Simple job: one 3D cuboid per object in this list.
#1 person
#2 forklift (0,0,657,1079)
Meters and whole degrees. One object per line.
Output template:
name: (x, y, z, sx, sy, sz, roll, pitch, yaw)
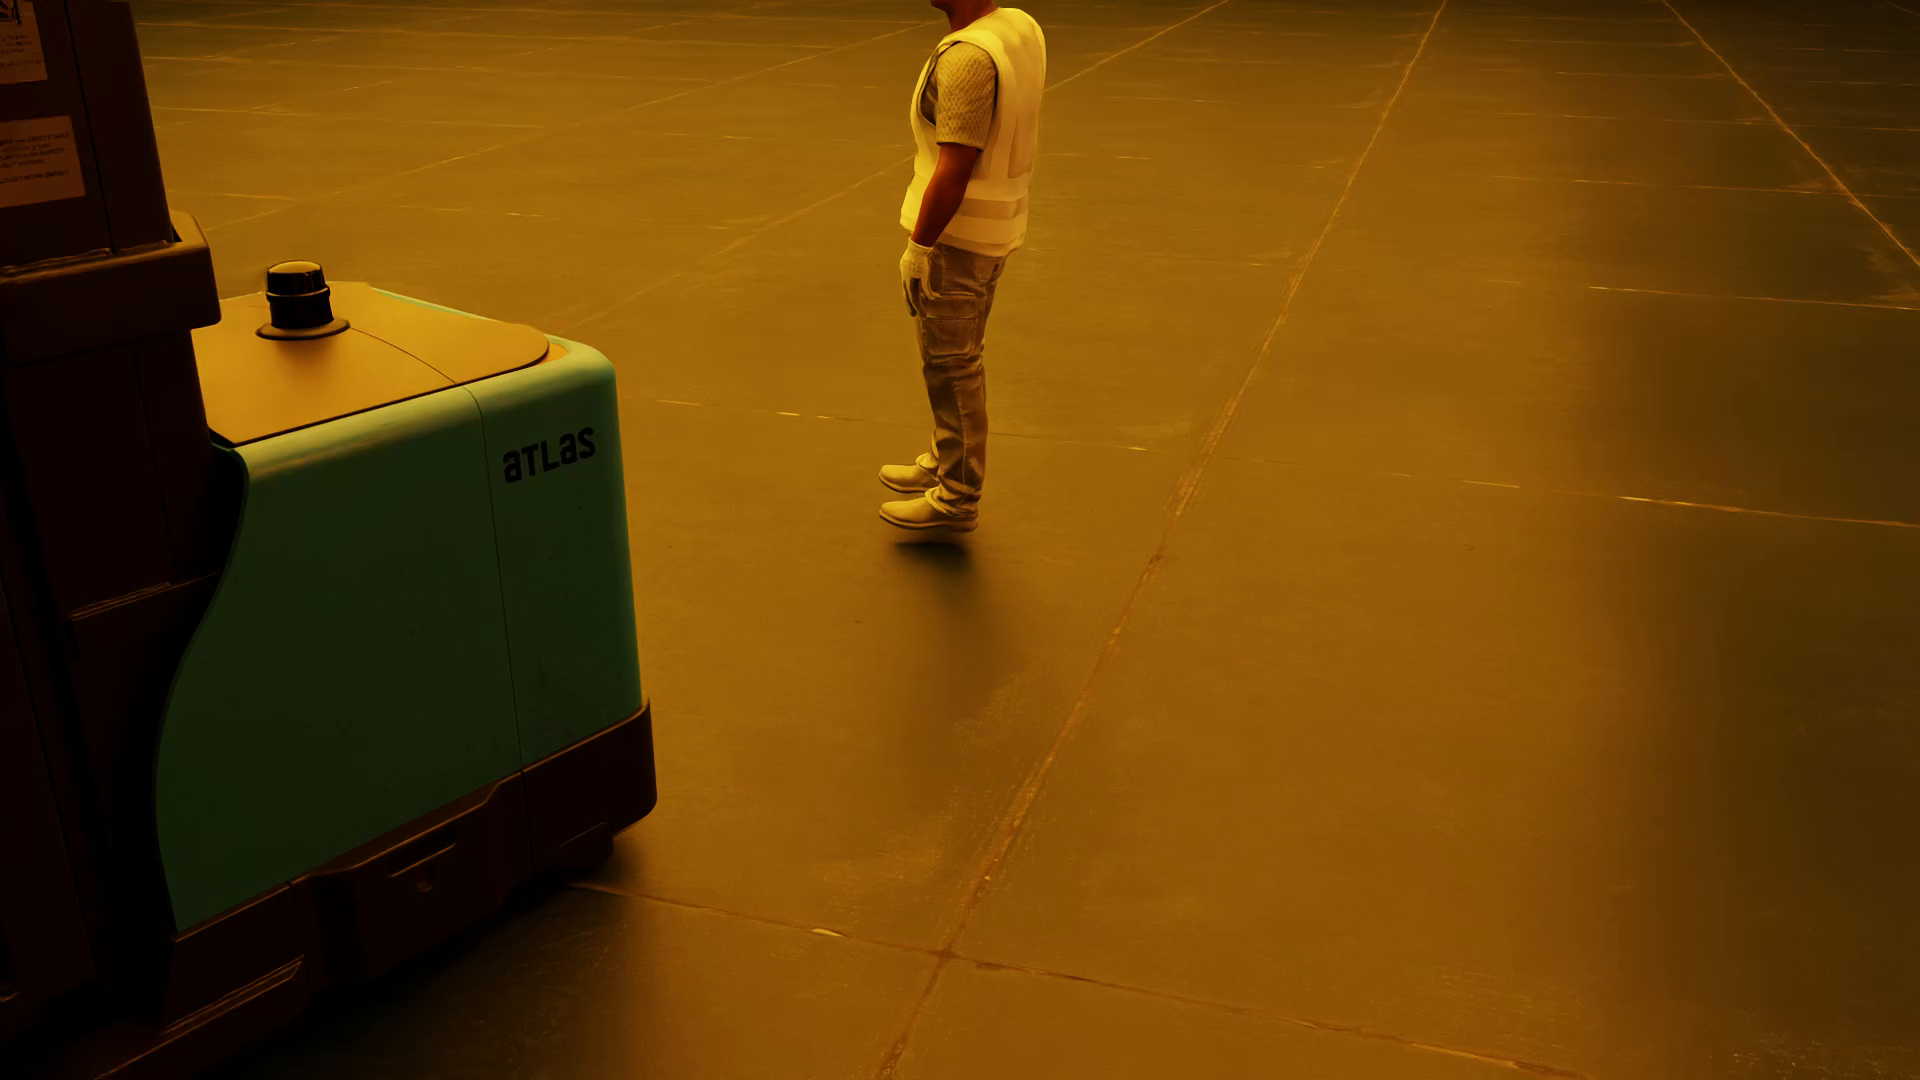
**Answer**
person: (-0.067, -0.879, 4.789, 0.575, 1.784, 0.656, 7, 23, 16)
forklift: (-1.970, -0.408, 2.268, 1.130, 2.935, 3.031, 17, 28, 36)
